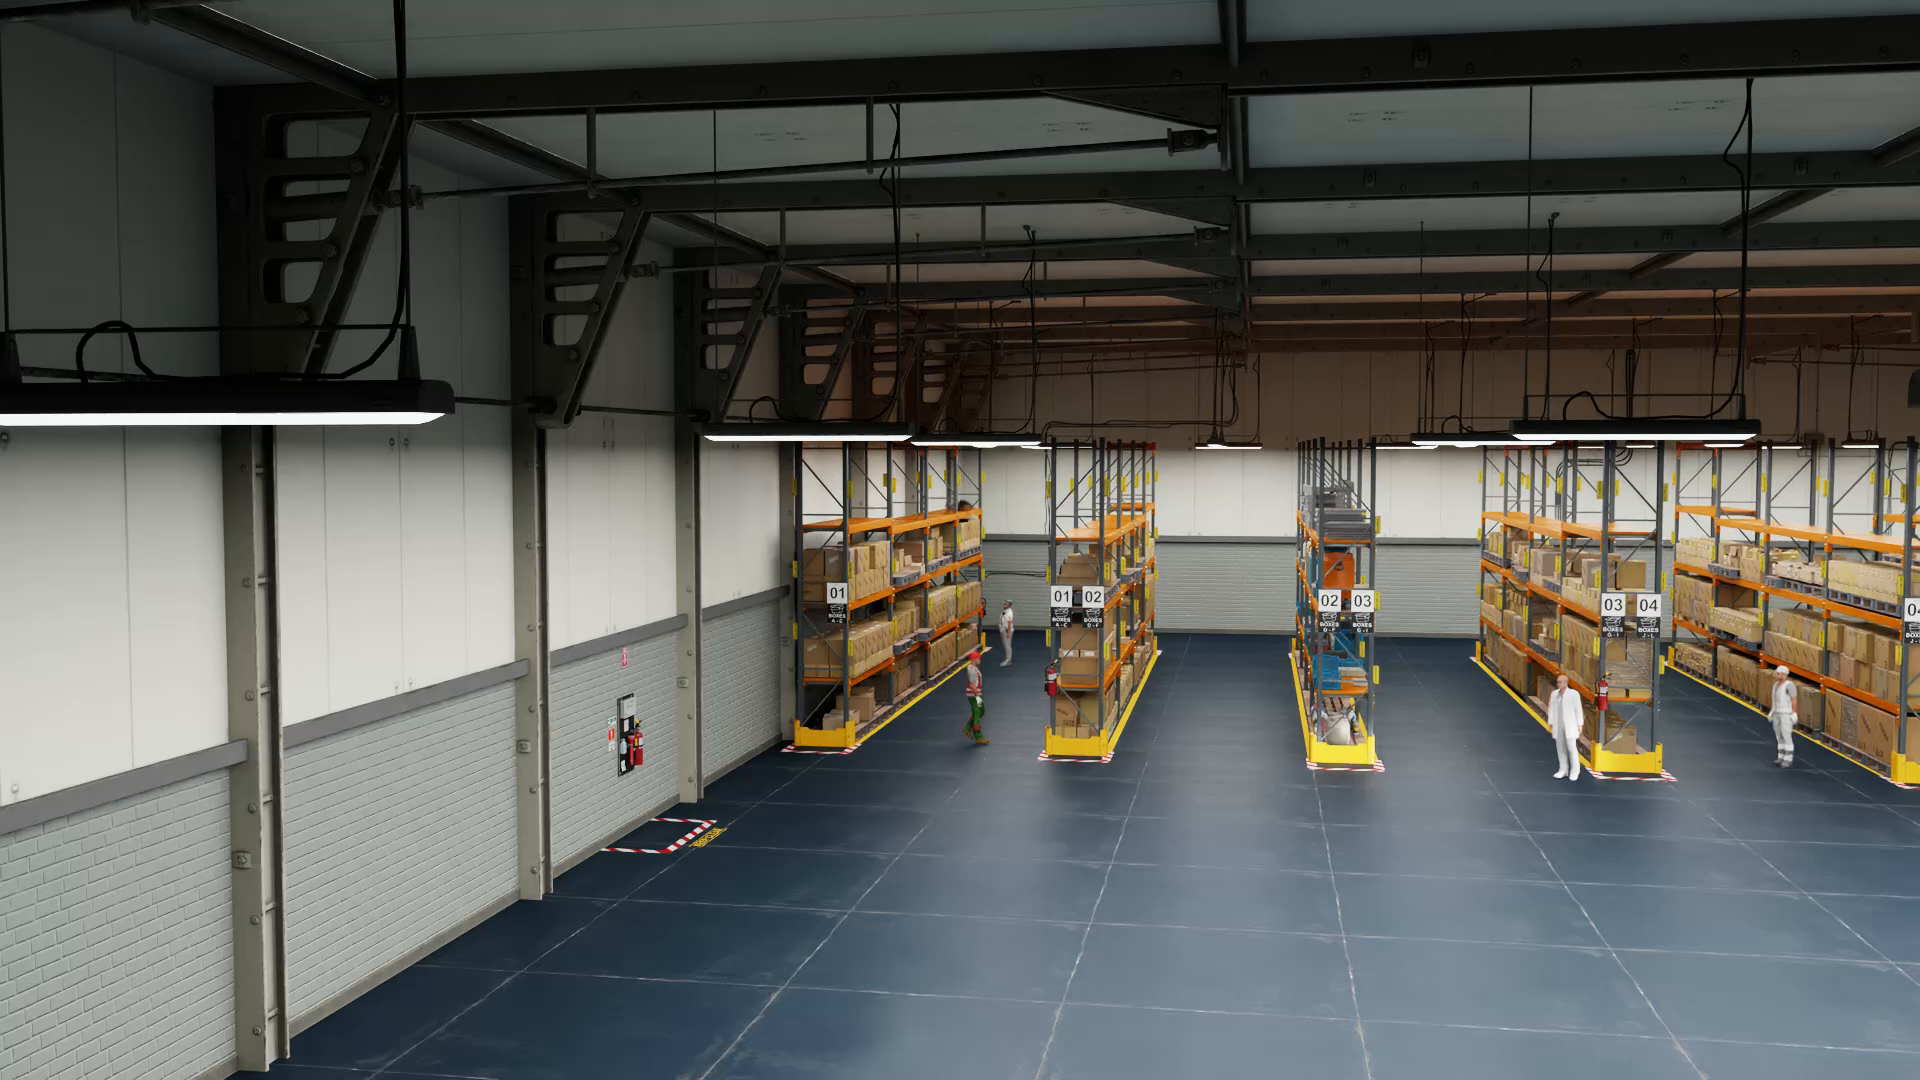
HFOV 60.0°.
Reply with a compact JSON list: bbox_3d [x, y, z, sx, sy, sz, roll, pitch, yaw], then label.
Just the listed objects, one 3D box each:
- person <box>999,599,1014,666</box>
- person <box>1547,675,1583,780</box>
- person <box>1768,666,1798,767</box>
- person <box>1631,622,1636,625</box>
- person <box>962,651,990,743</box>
[{"bbox_3d":[1.224,2.475,44.719,0.436,1.783,0.604,-1,3,-11],"label":"person"},{"bbox_3d":[10.616,3.319,29.243,0.430,1.773,0.637,-3,4,-42],"label":"person"},{"bbox_3d":[15.049,3.213,30.463,0.434,1.804,0.661,-1,3,-10],"label":"person"},{"bbox_3d":[18.105,2.525,45.060,0.473,1.613,0.674,2,4,36],"label":"person"},{"bbox_3d":[0.322,3.083,32.795,0.576,1.784,0.664,0,3,3],"label":"person"}]
